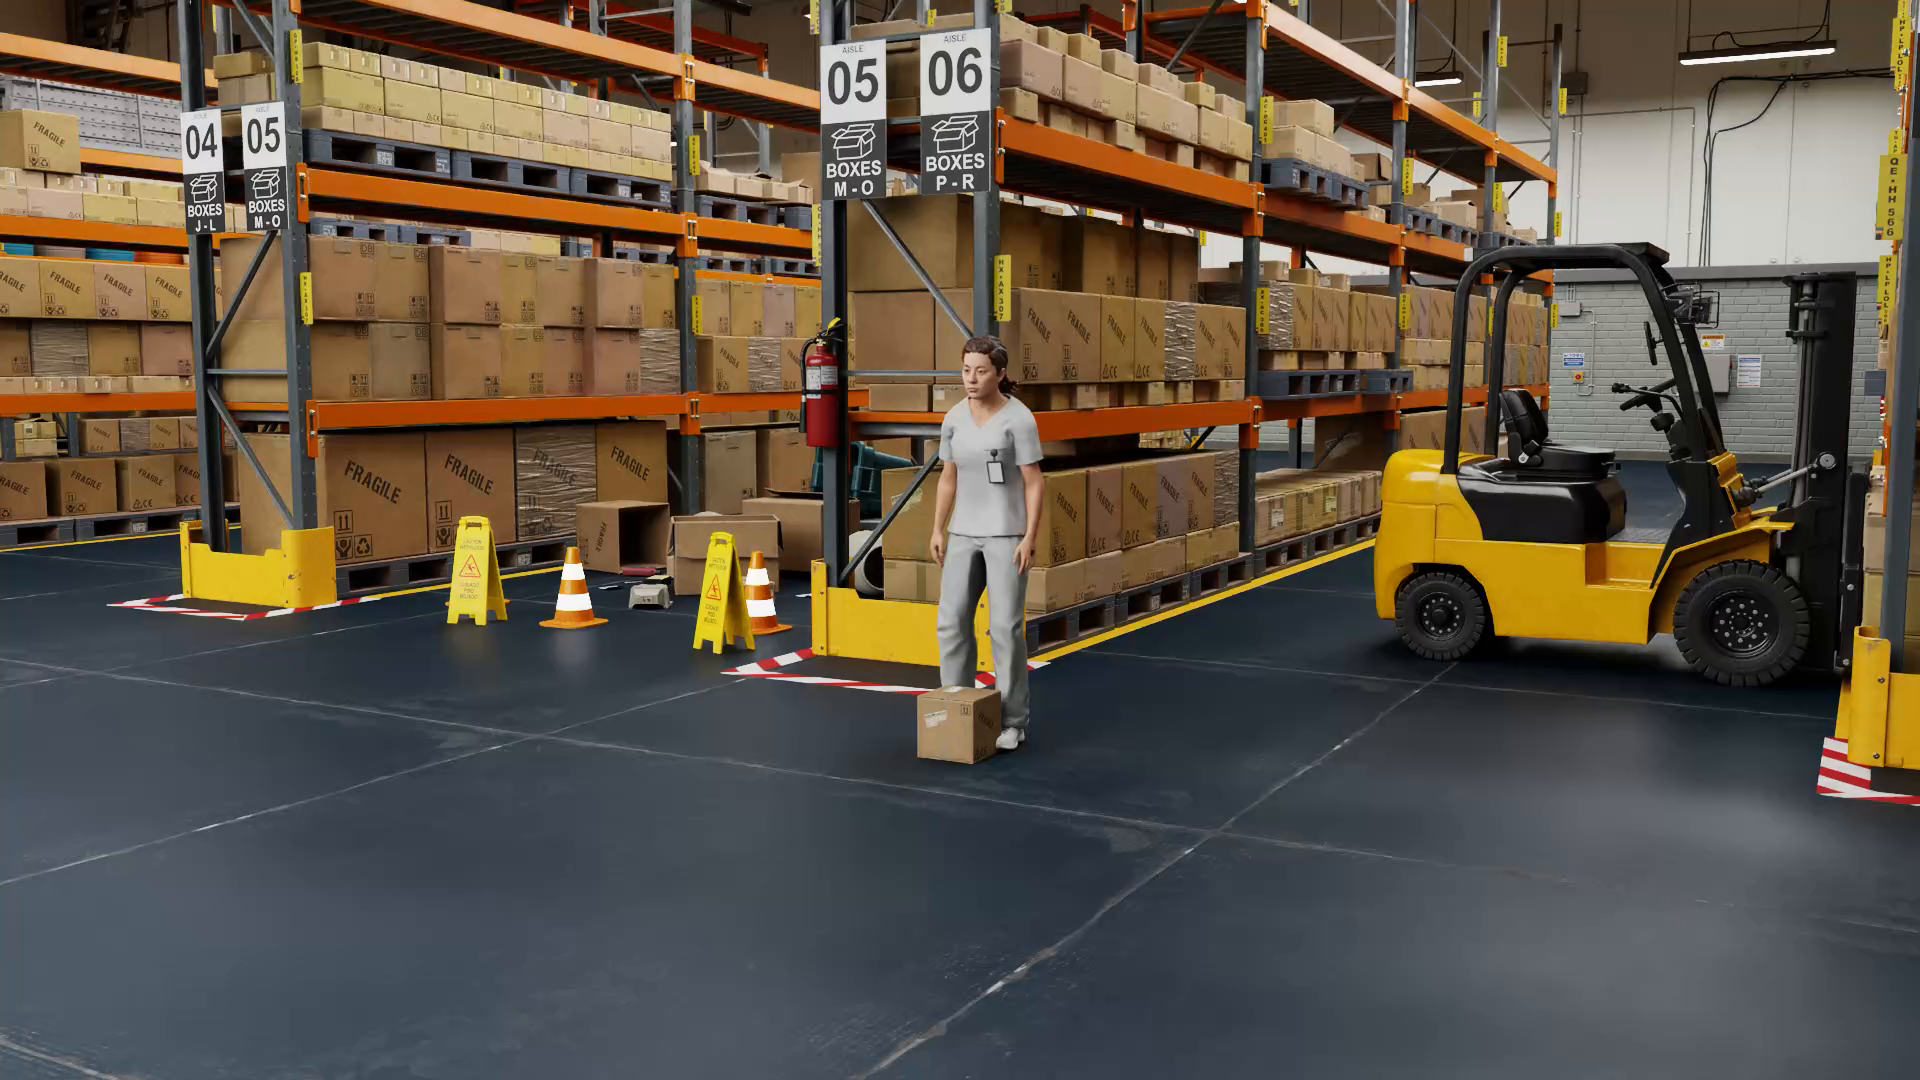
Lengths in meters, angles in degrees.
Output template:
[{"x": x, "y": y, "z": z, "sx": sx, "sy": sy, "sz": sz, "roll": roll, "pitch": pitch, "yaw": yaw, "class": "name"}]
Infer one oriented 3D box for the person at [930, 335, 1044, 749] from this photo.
[{"x": 0.106, "y": 0.004, "z": 6.795, "sx": 0.485, "sy": 1.673, "sz": 0.360, "roll": 3, "pitch": 7, "yaw": 29, "class": "person"}]
